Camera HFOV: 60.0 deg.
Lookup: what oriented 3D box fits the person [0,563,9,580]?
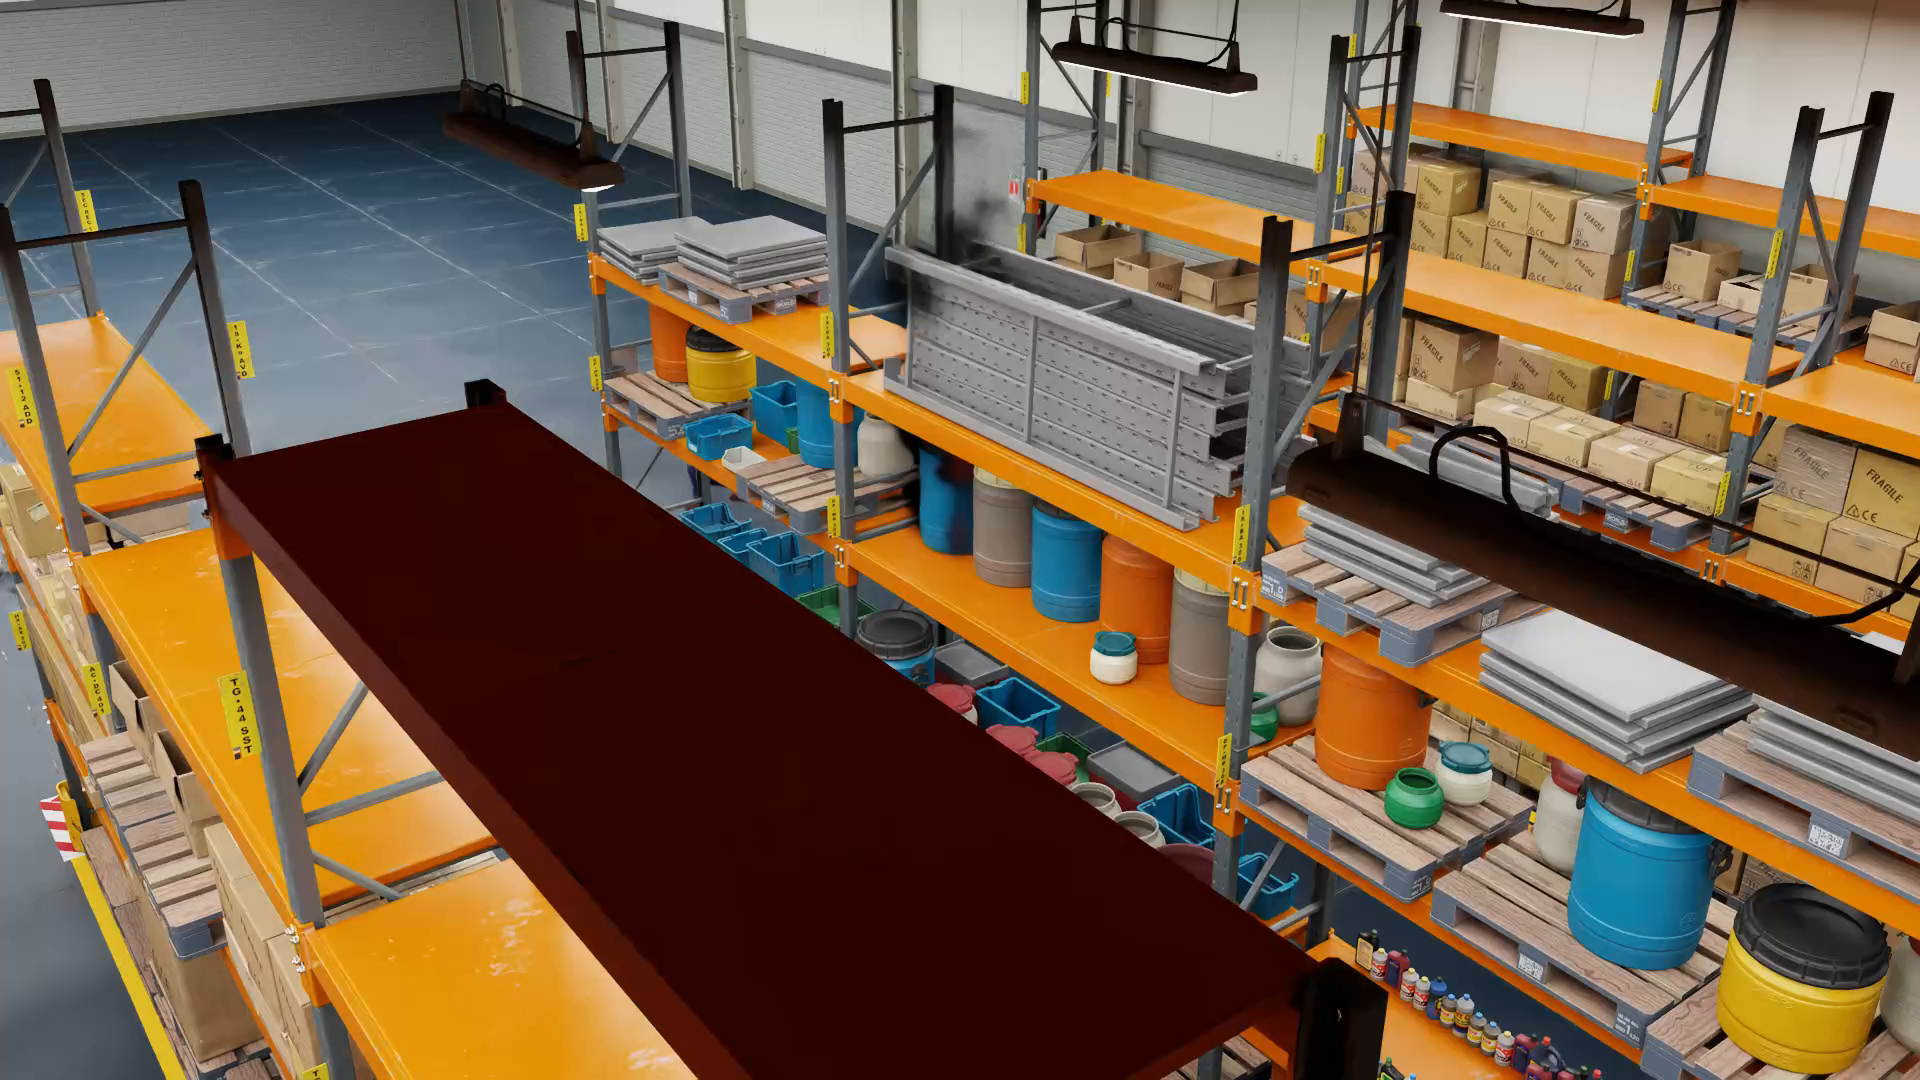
[{"bbox_3d":[-10.598,-0.267,17.424,0.876,1.778,0.679,-6,25,-13],"label":"person"}]

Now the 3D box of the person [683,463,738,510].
[{"bbox_3d":[-2.916,-1.109,19.477,0.776,1.648,0.601,-2,25,-4],"label":"person"}]
